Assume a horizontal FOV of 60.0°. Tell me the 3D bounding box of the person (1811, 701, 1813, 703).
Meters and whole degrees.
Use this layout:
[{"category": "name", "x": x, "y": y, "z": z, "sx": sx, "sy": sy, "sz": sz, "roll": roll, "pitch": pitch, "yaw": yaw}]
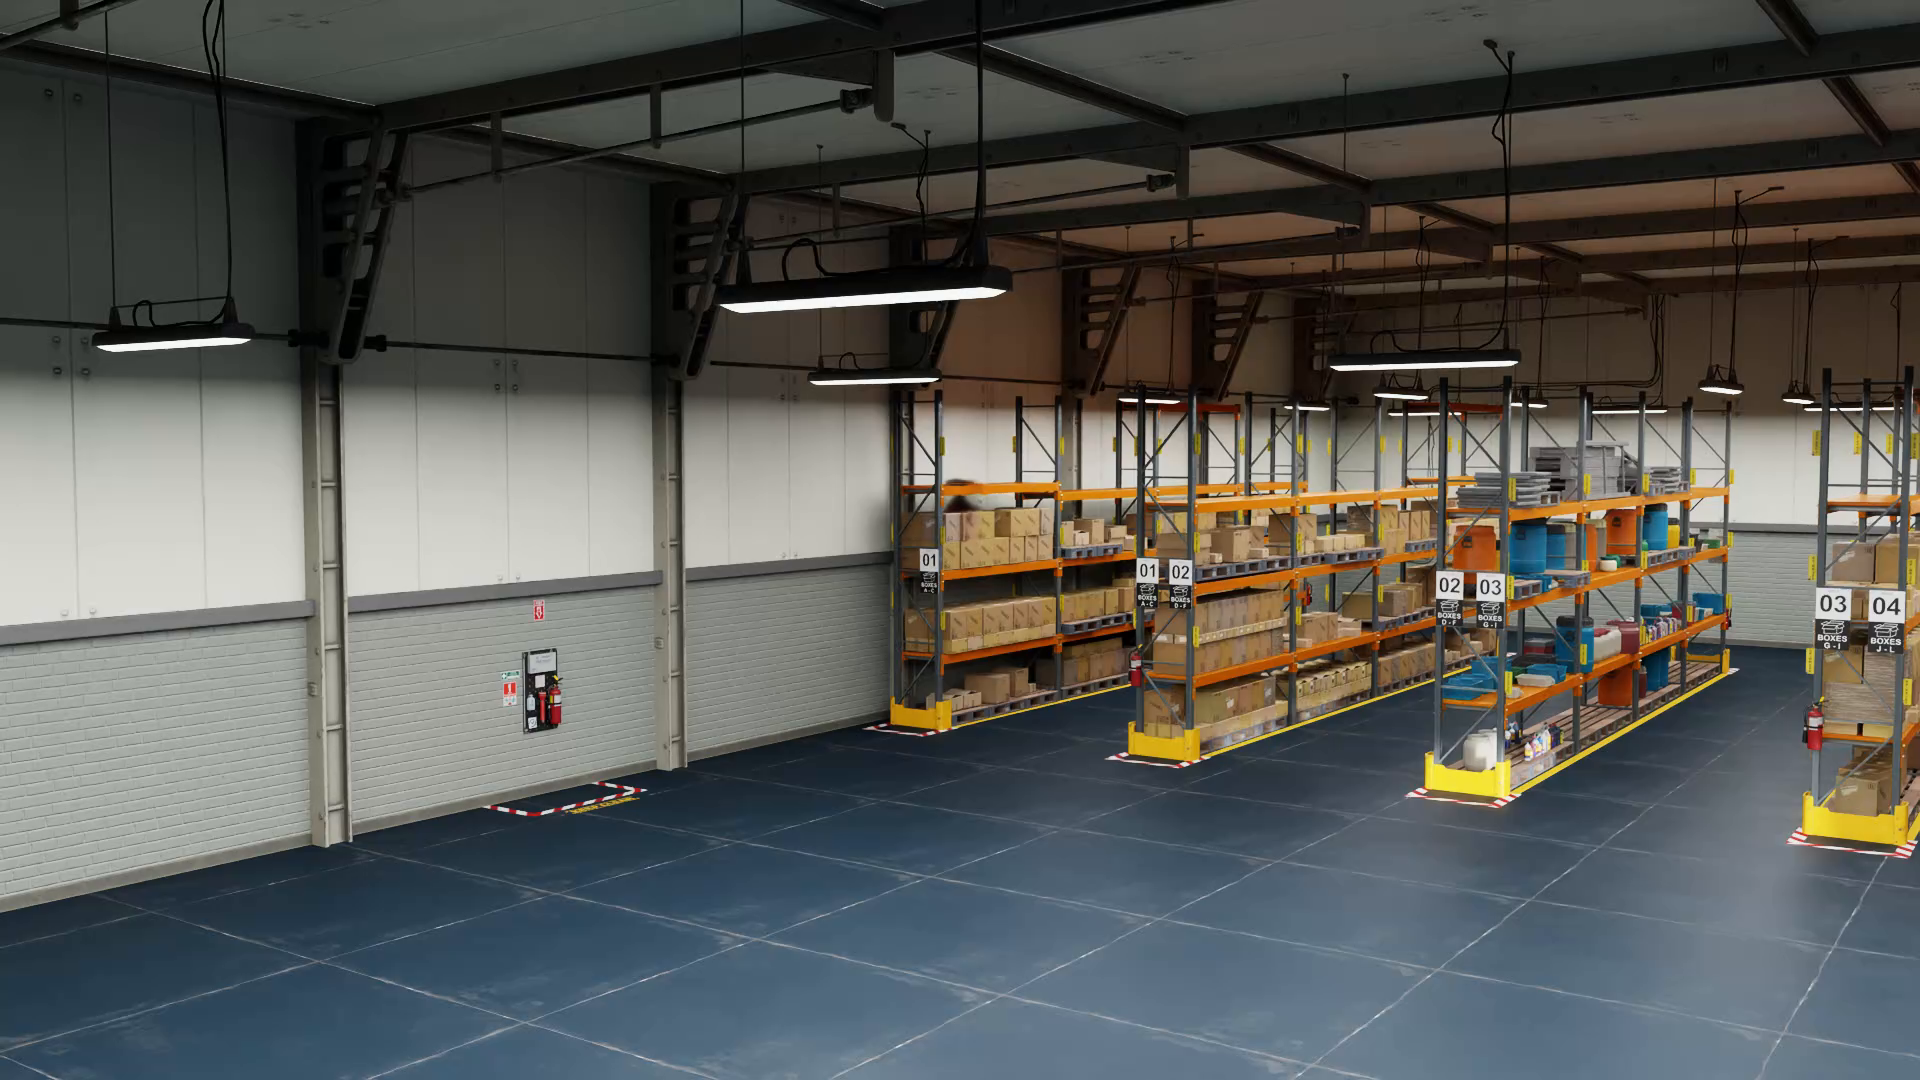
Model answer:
[{"category": "person", "x": 16.648, "y": 2.352, "z": 32.056, "sx": 0.382, "sy": 1.684, "sz": 0.457, "roll": 3, "pitch": 4, "yaw": 39}]
